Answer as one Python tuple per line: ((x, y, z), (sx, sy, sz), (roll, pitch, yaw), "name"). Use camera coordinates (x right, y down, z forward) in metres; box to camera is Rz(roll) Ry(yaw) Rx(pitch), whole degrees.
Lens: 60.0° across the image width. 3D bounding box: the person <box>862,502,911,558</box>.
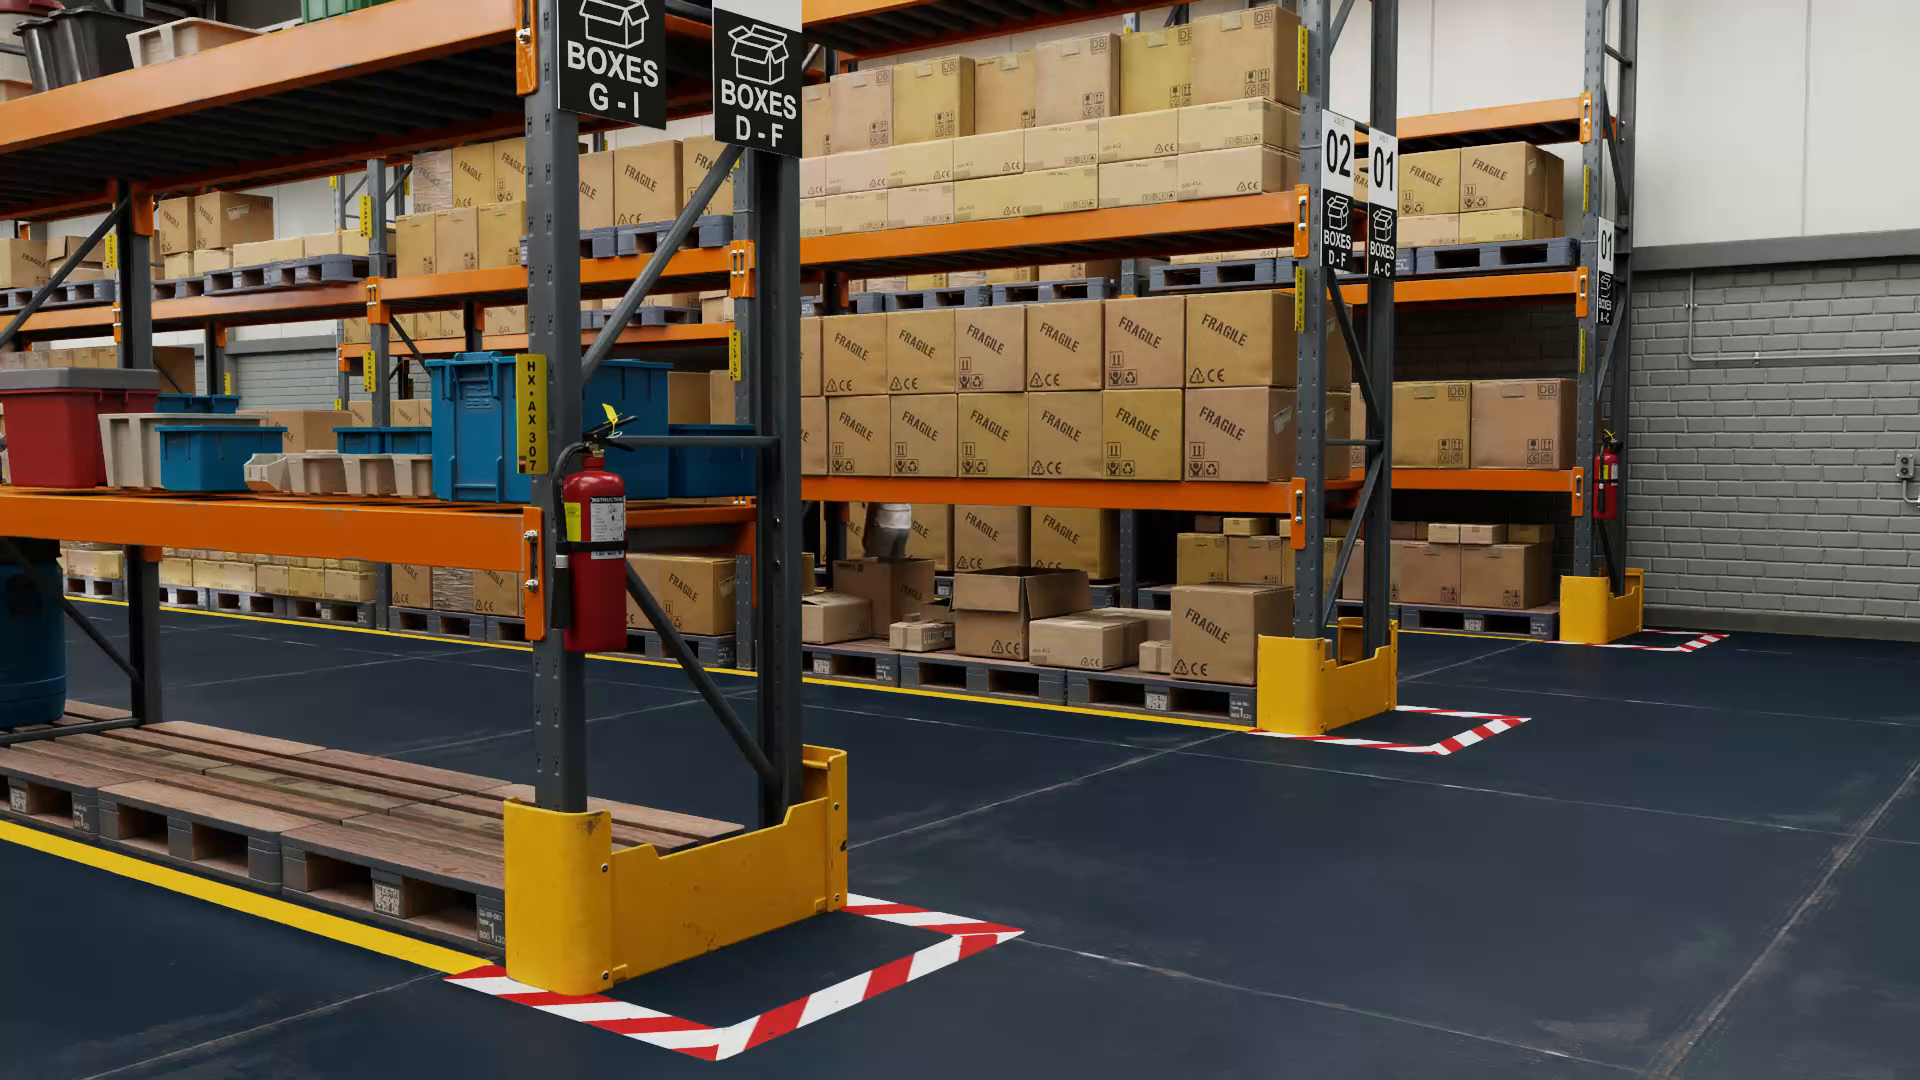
((-0.588, -0.066, 12.828), (0.396, 1.656, 0.516), (2, 4, 32), "person")
